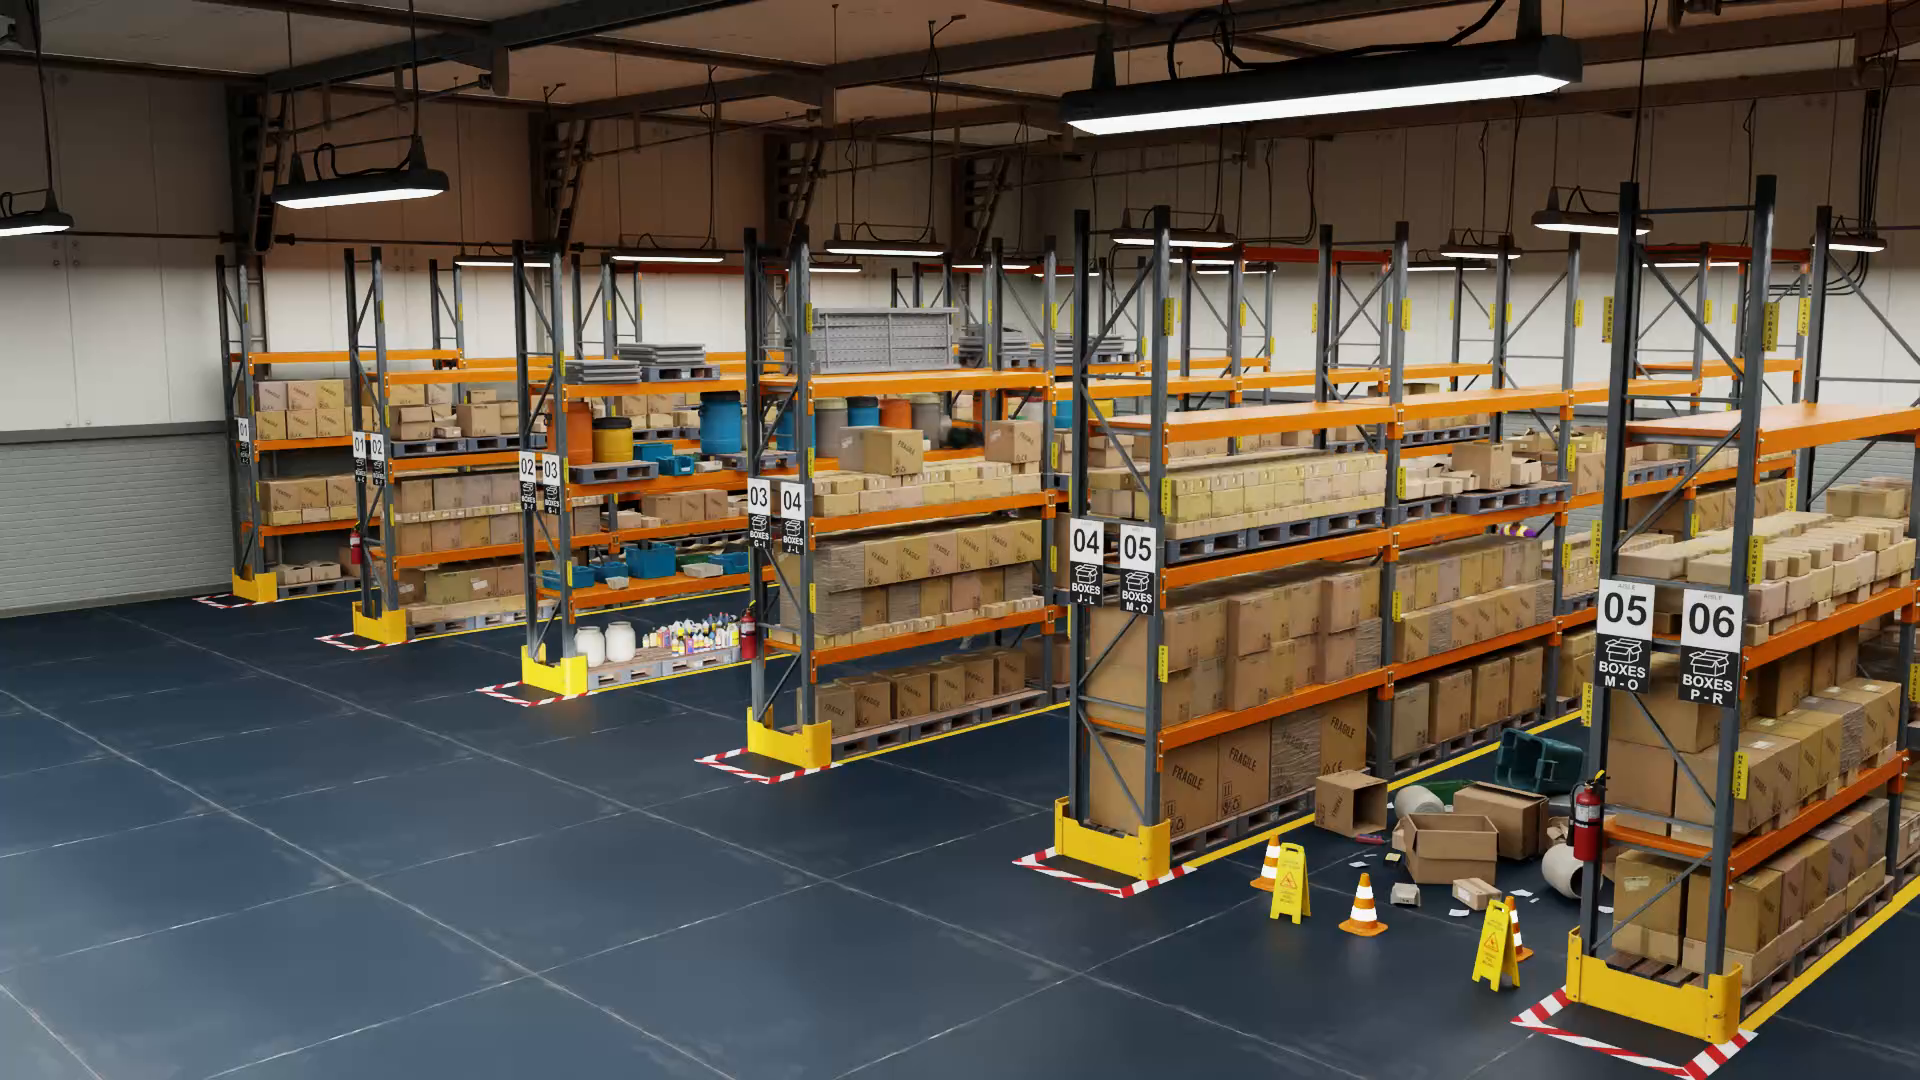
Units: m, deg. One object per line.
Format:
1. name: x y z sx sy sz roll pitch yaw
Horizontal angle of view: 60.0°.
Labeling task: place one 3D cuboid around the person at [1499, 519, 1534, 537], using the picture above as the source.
1. person: 9.245 0.356 27.831 0.665 1.753 0.680 5 10 33

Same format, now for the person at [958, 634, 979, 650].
1. person: 0.217 0.828 25.316 0.642 1.626 1.024 3 9 21

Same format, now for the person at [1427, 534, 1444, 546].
1. person: 7.584 0.625 26.217 0.621 1.670 0.779 -5 9 -30
